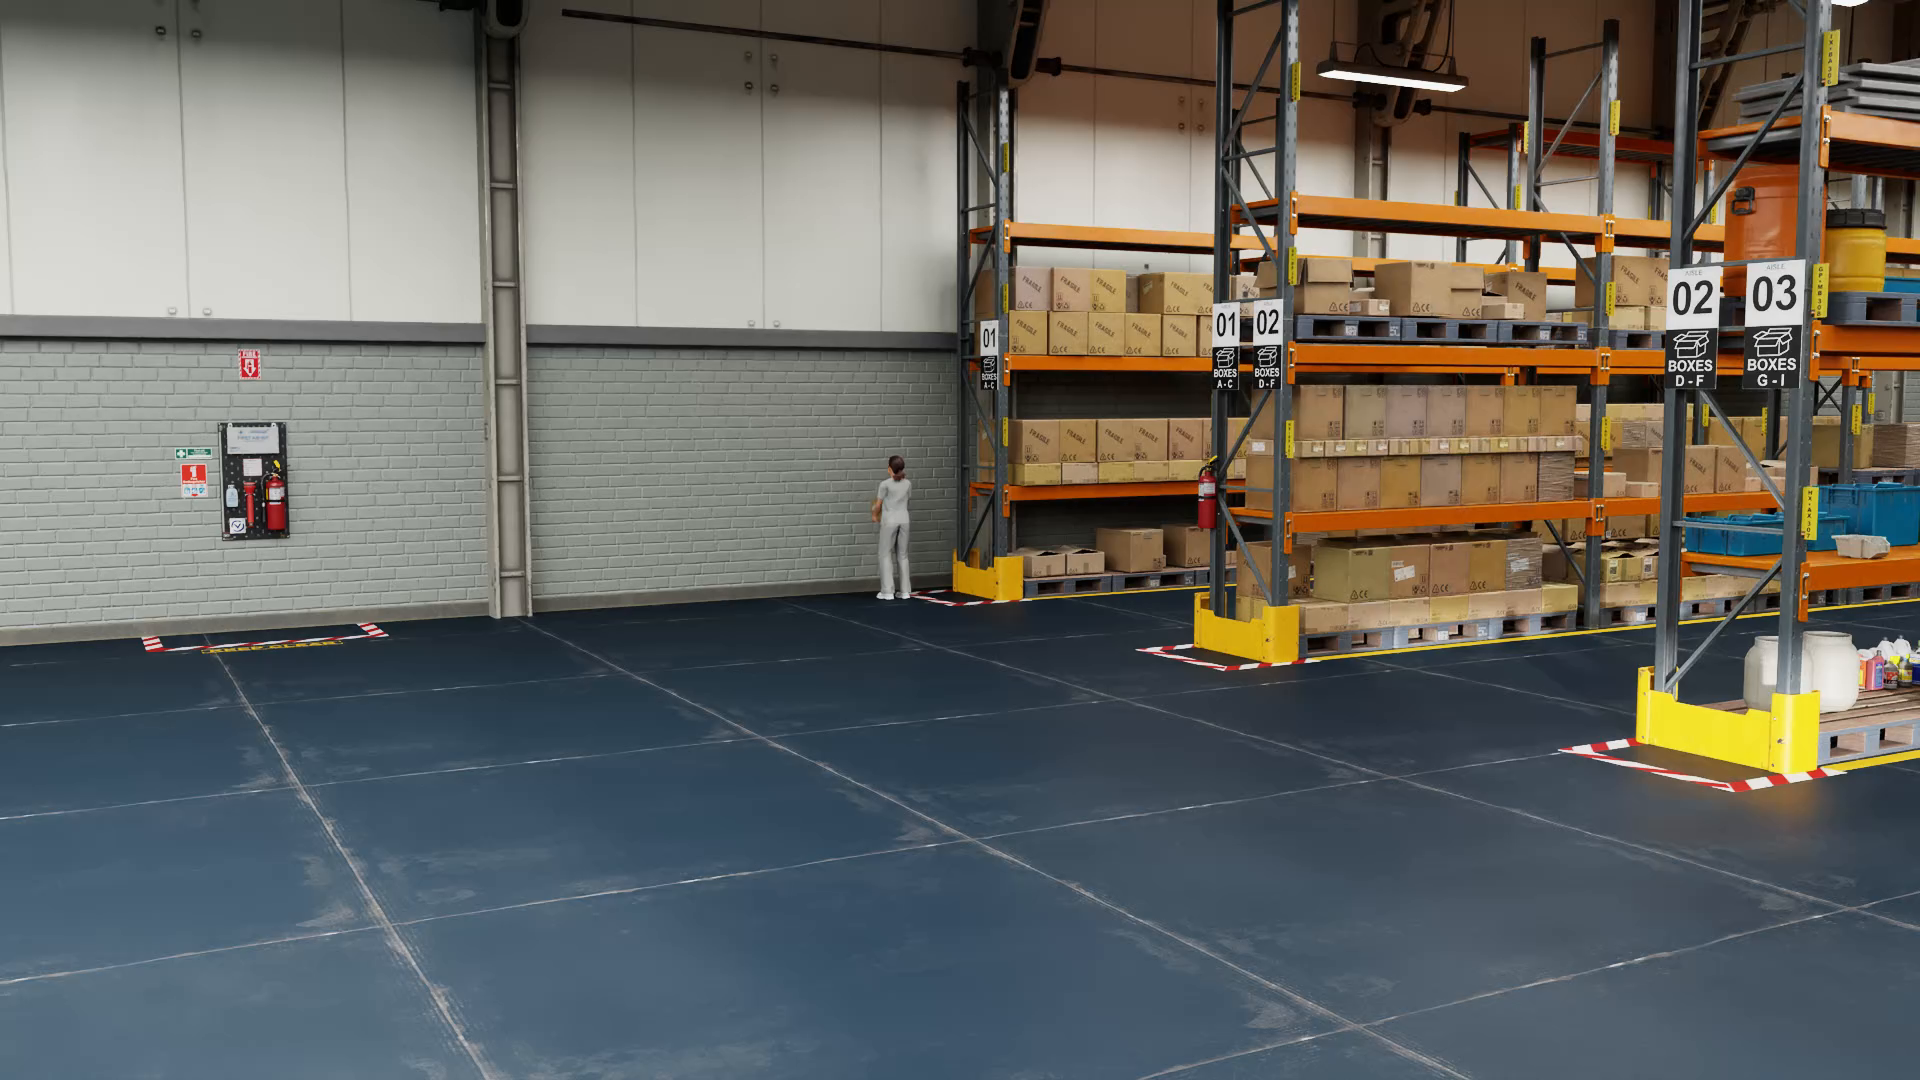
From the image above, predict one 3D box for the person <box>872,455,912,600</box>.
[{"bbox_3d":[-0.783,-0.152,19.235,0.436,1.663,0.560,-3,6,-28],"label":"person"}]
